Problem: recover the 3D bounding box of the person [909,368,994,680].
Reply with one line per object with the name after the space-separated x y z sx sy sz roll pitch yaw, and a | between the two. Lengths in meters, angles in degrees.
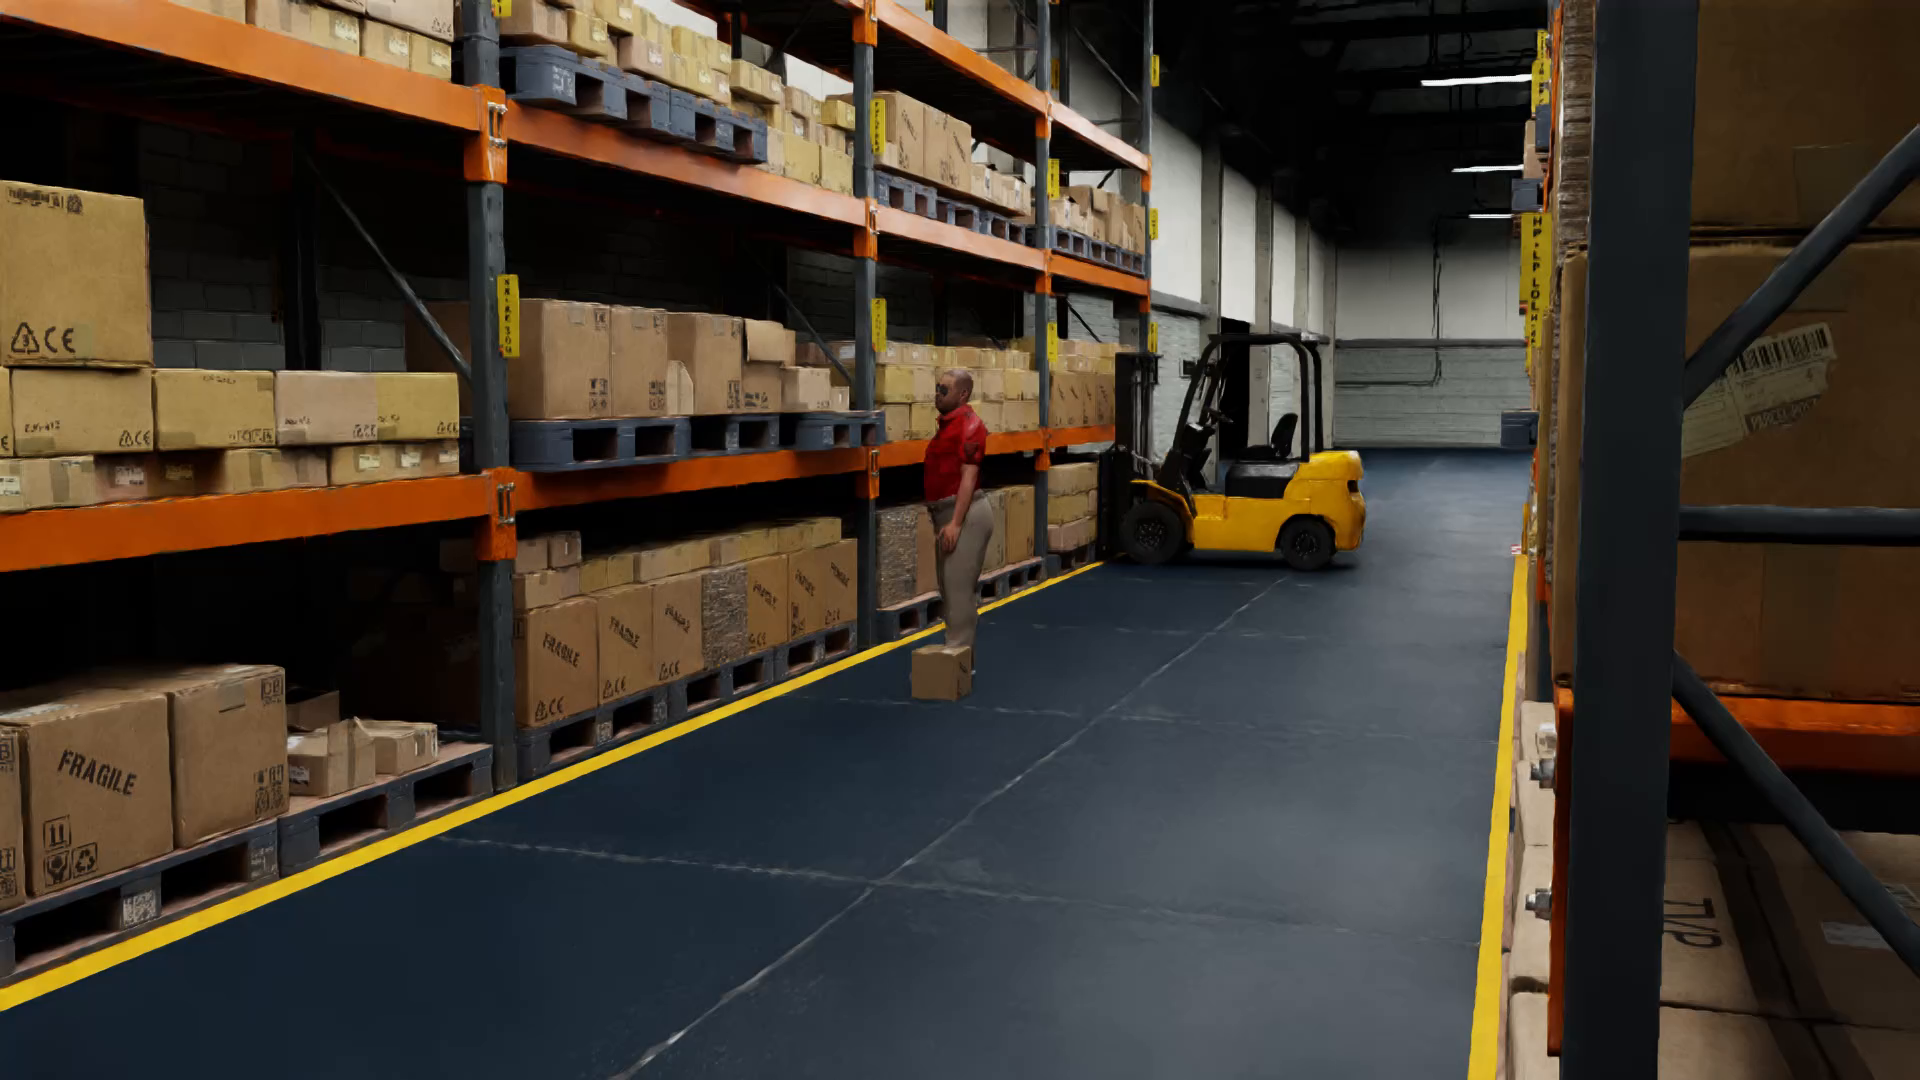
-0.076 -0.077 9.188 0.477 1.737 0.596 -1 5 -15 | person
